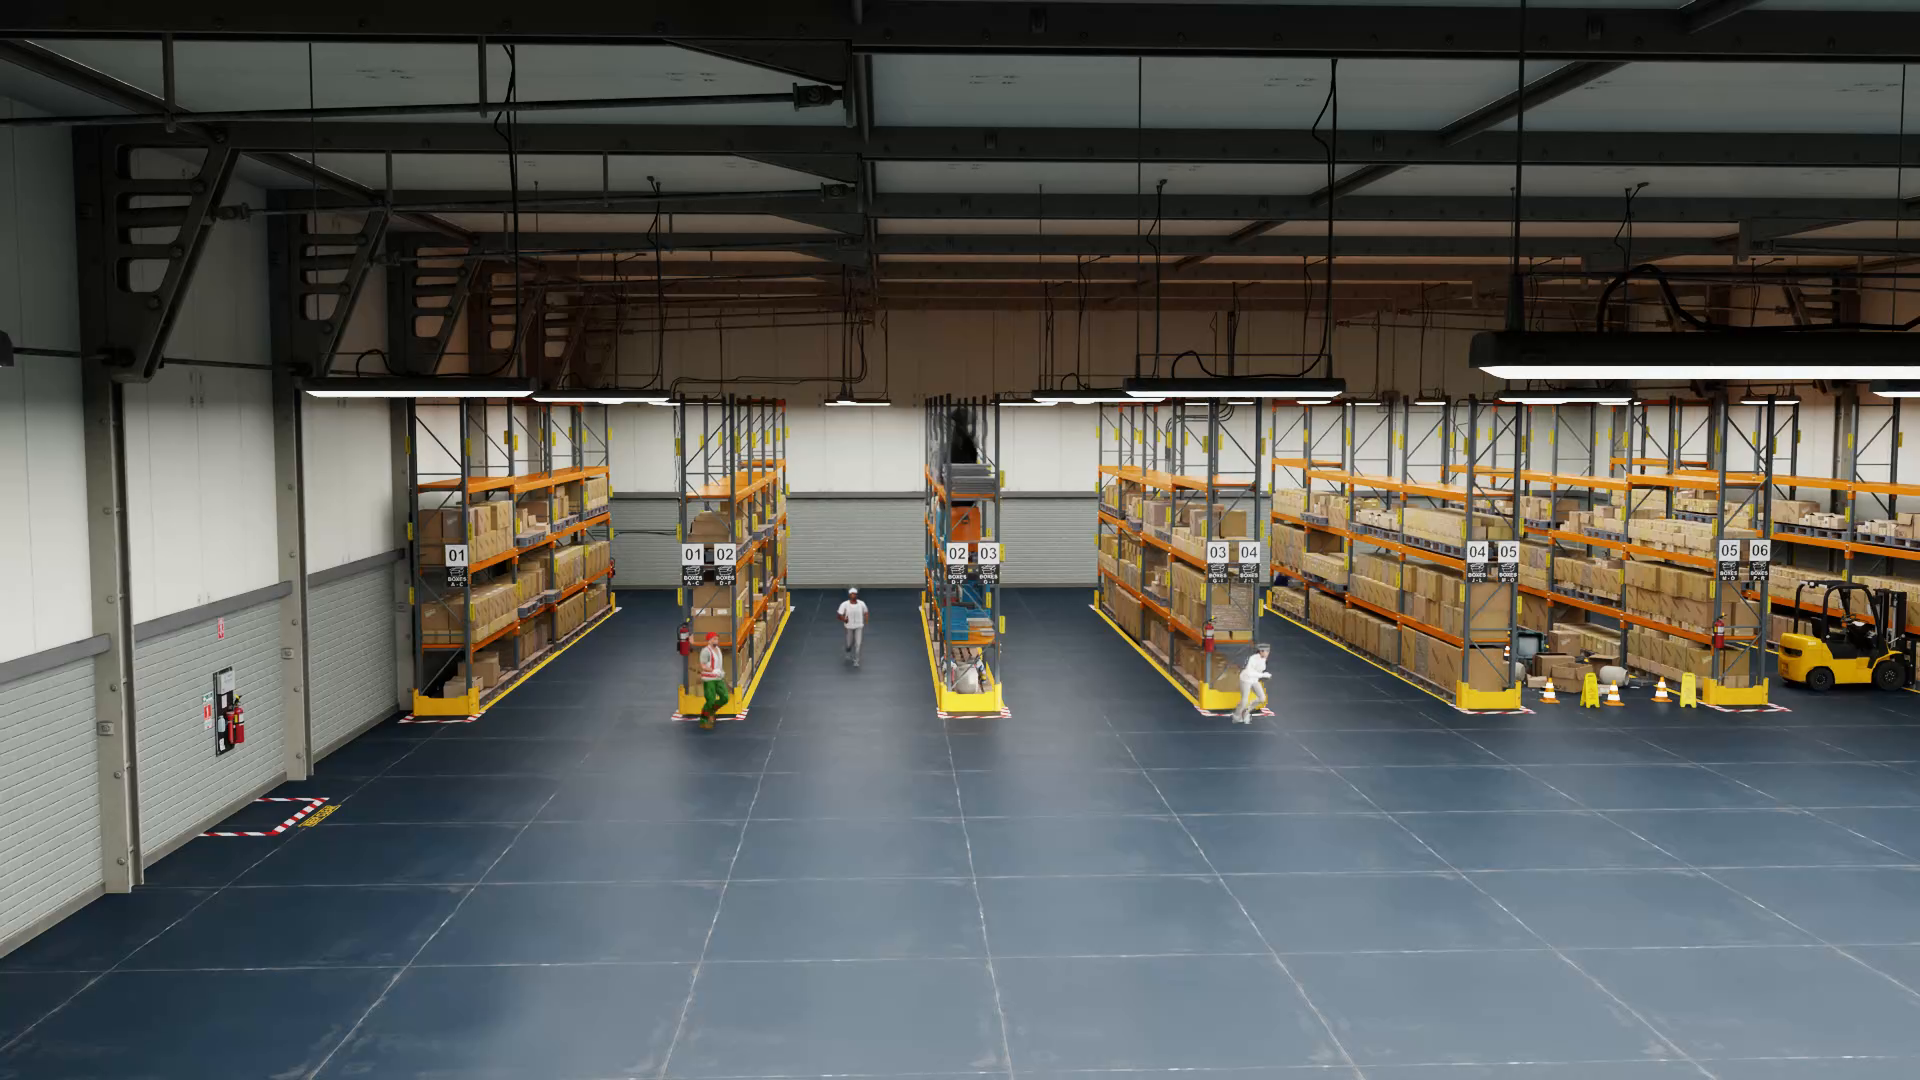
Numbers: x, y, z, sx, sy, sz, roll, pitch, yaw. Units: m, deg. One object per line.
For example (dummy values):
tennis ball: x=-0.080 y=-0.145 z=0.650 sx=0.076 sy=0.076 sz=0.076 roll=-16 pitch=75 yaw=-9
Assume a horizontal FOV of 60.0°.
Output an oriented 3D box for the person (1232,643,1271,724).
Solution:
person: x=5.308 y=2.582 z=30.022 sx=0.640 sy=1.499 sz=0.861 roll=-4 pitch=6 yaw=-45

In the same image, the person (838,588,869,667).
person: x=-2.363 y=1.937 z=37.027 sx=0.714 sy=1.733 sz=0.791 roll=-1 pitch=5 yaw=-11

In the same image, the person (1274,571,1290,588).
person: x=9.528 y=1.058 z=49.066 sx=0.628 sy=1.635 sz=0.680 roll=1 pitch=5 yaw=17

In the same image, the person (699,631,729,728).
person: x=-4.367 y=2.494 z=29.743 sx=0.626 sy=1.746 sz=0.696 roll=3 pitch=5 yaw=31
